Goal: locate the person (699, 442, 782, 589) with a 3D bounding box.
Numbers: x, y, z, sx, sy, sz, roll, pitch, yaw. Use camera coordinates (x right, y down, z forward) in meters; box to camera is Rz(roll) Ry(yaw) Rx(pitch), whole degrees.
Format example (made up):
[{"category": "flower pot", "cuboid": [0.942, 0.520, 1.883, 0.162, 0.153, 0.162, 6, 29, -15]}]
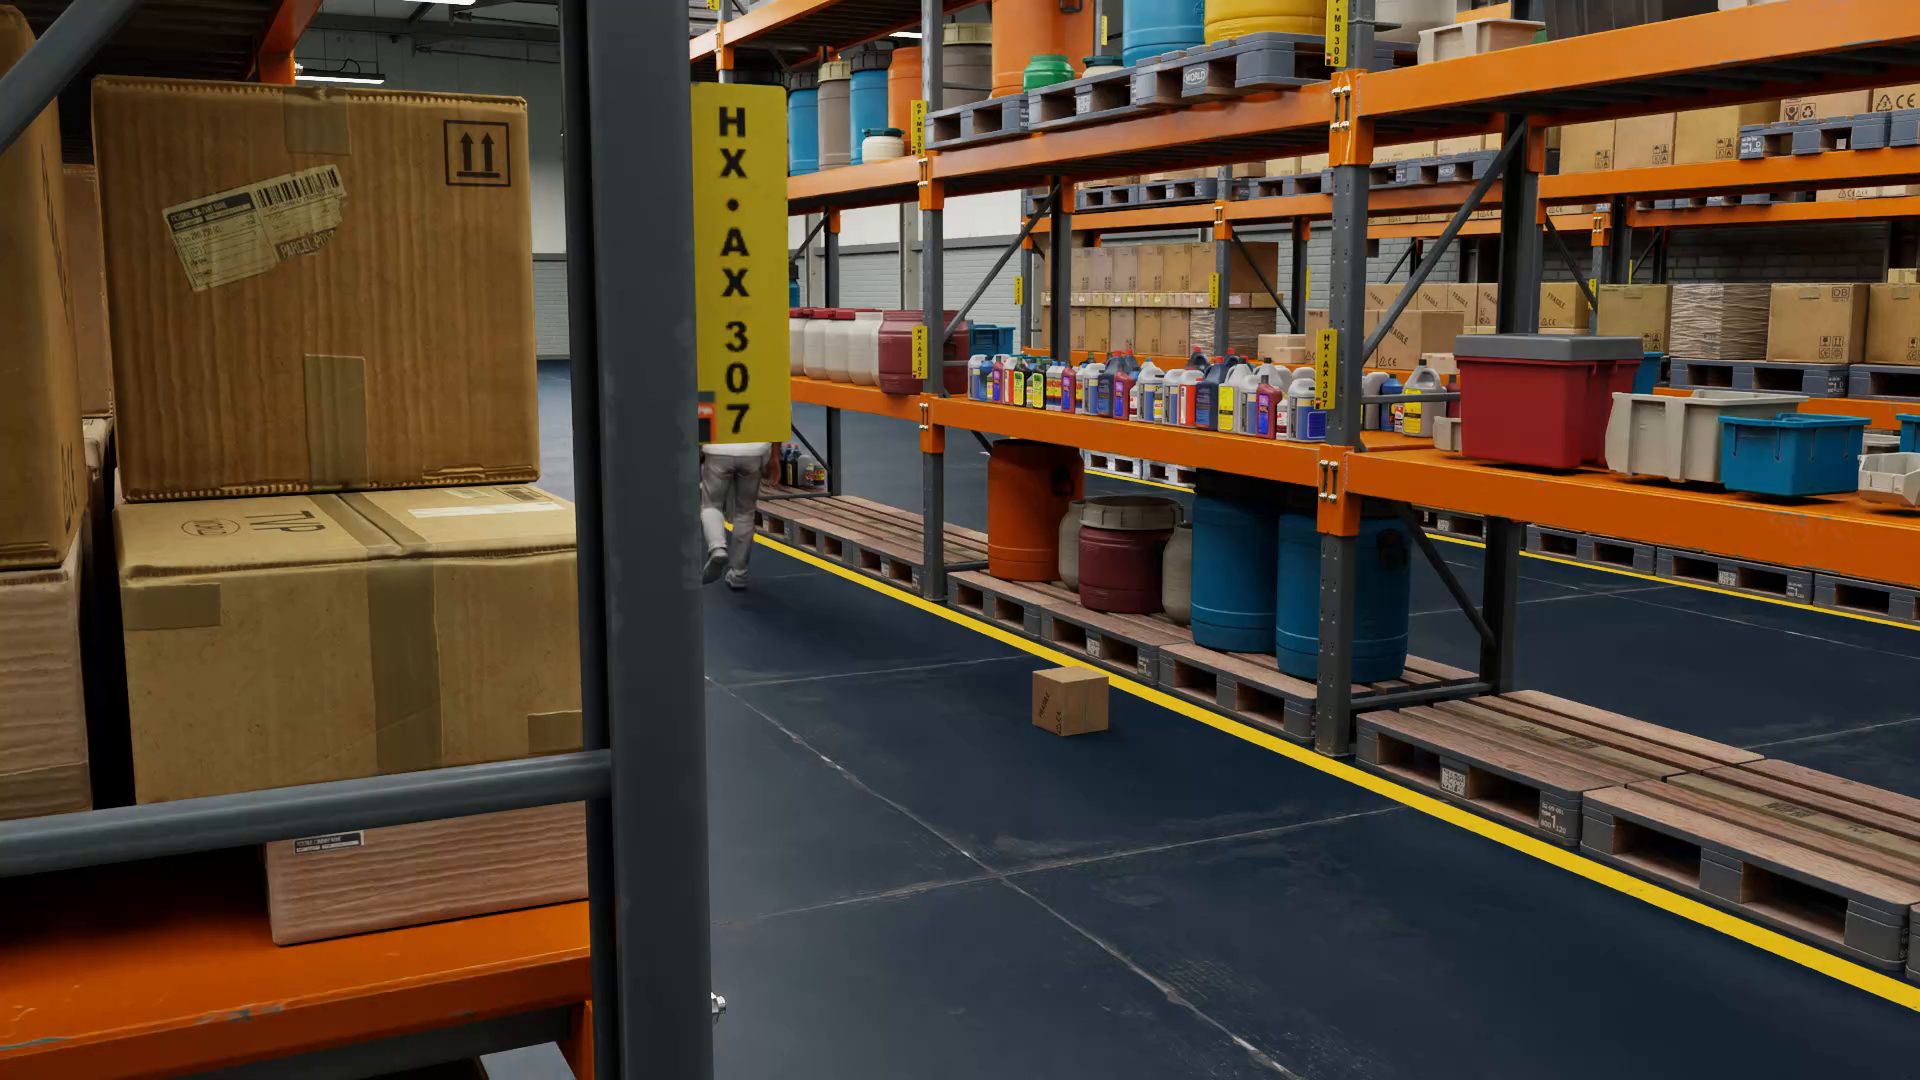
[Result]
[{"category": "person", "cuboid": [-1.440, -0.545, 10.852, 0.599, 1.758, 0.640, -2, 9, -13]}]
